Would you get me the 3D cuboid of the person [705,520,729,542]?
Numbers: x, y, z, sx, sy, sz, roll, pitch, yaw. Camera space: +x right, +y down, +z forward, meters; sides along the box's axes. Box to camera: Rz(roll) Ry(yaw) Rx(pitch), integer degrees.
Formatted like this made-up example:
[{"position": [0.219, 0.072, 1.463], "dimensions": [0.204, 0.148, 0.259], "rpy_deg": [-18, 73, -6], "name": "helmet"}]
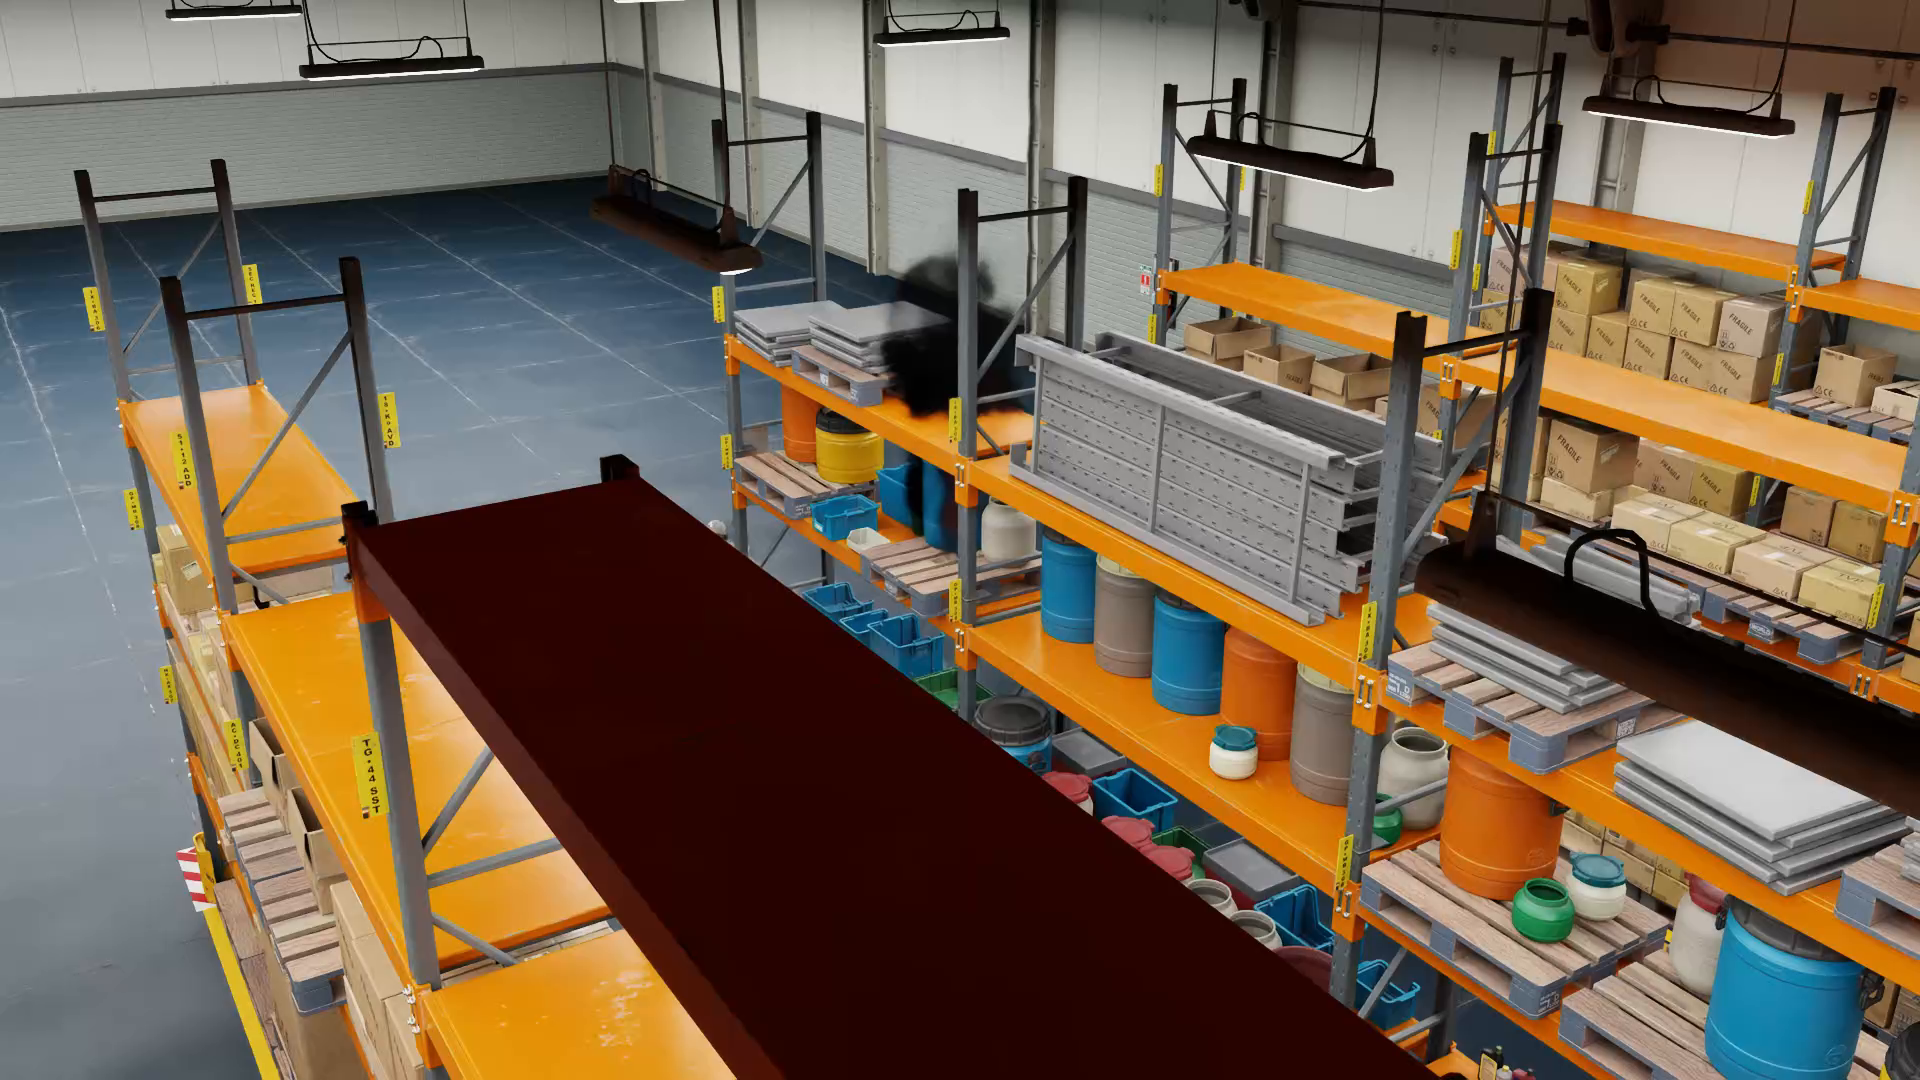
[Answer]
[{"position": [-2.504, 0.594, 17.743], "dimensions": [0.749, 1.721, 0.606], "rpy_deg": [-1, 22, -3], "name": "person"}]
